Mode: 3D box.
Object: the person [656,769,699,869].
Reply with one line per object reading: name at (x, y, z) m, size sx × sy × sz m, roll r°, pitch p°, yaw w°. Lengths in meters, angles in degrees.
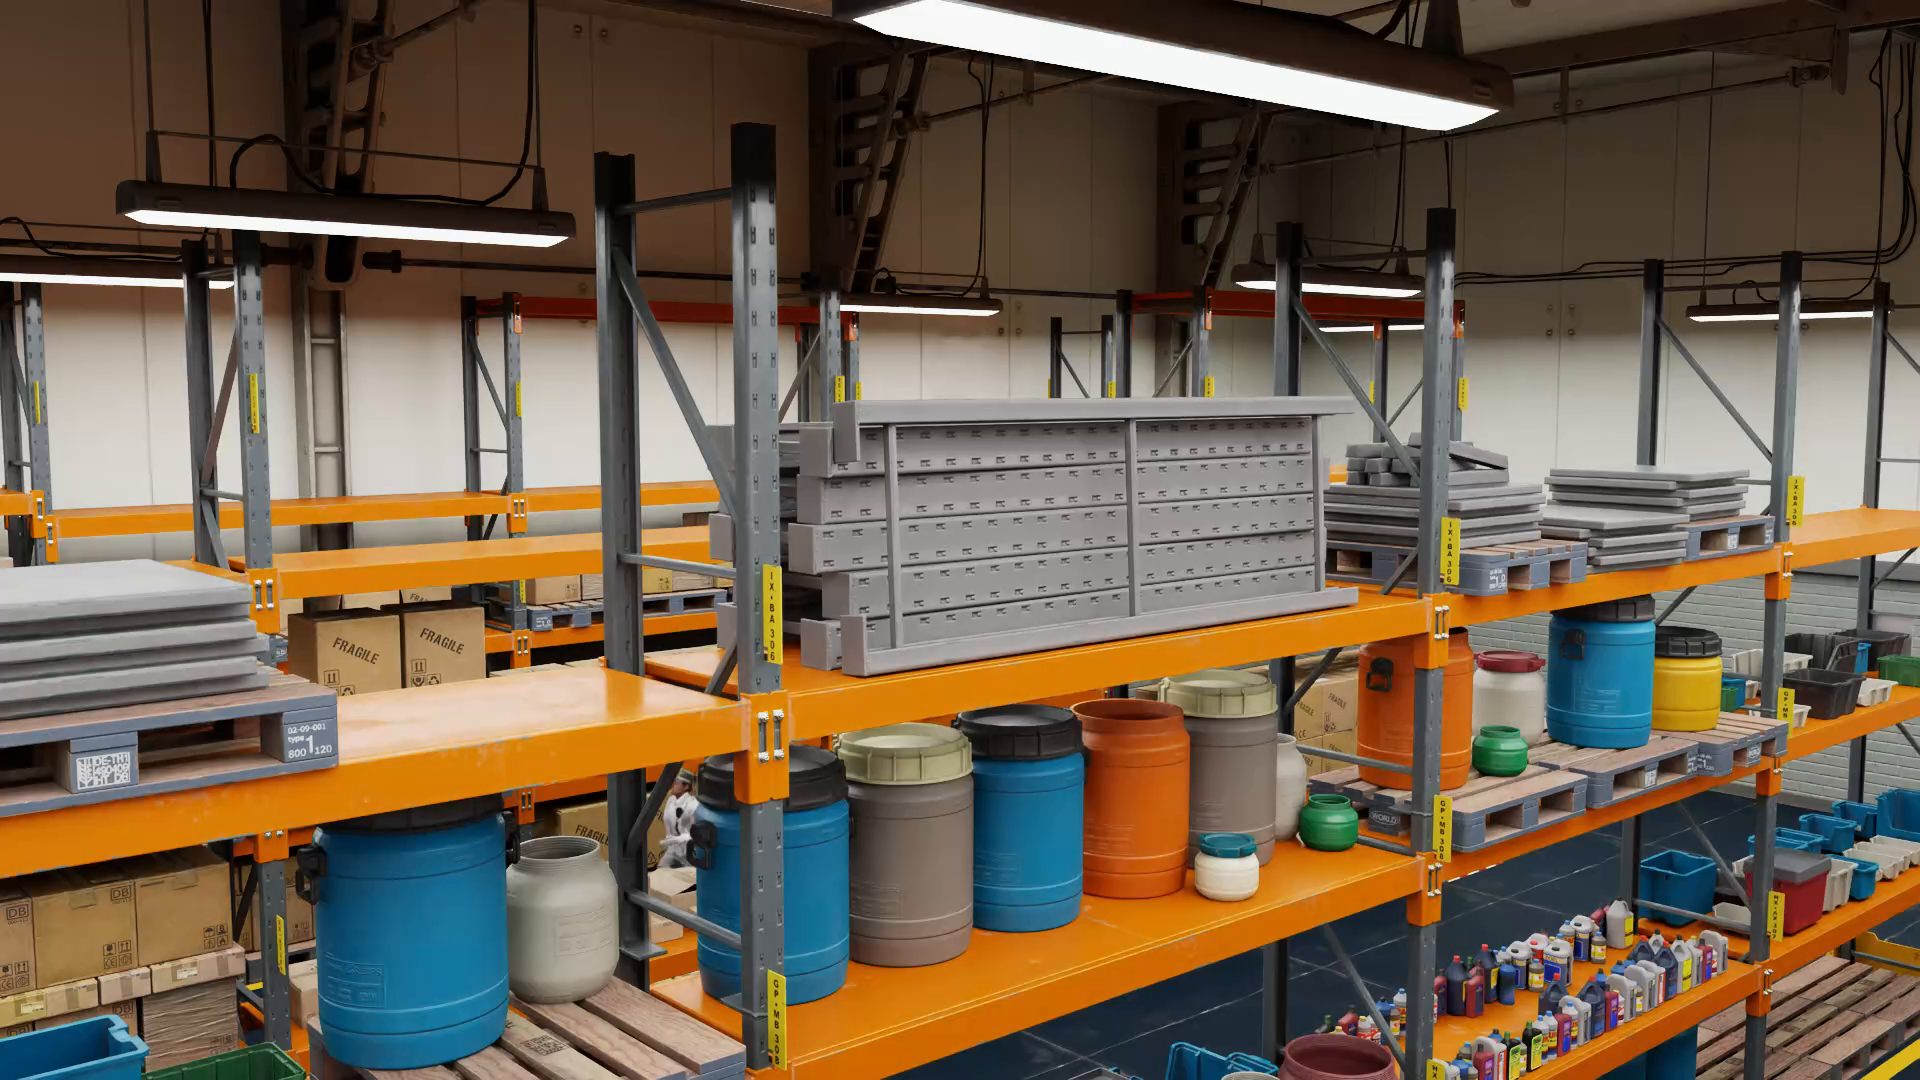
person at (-2.560, 2.886, 15.315) m, size 0.613 × 1.651 × 0.613 m, roll 5°, pitch 7°, yaw 40°
